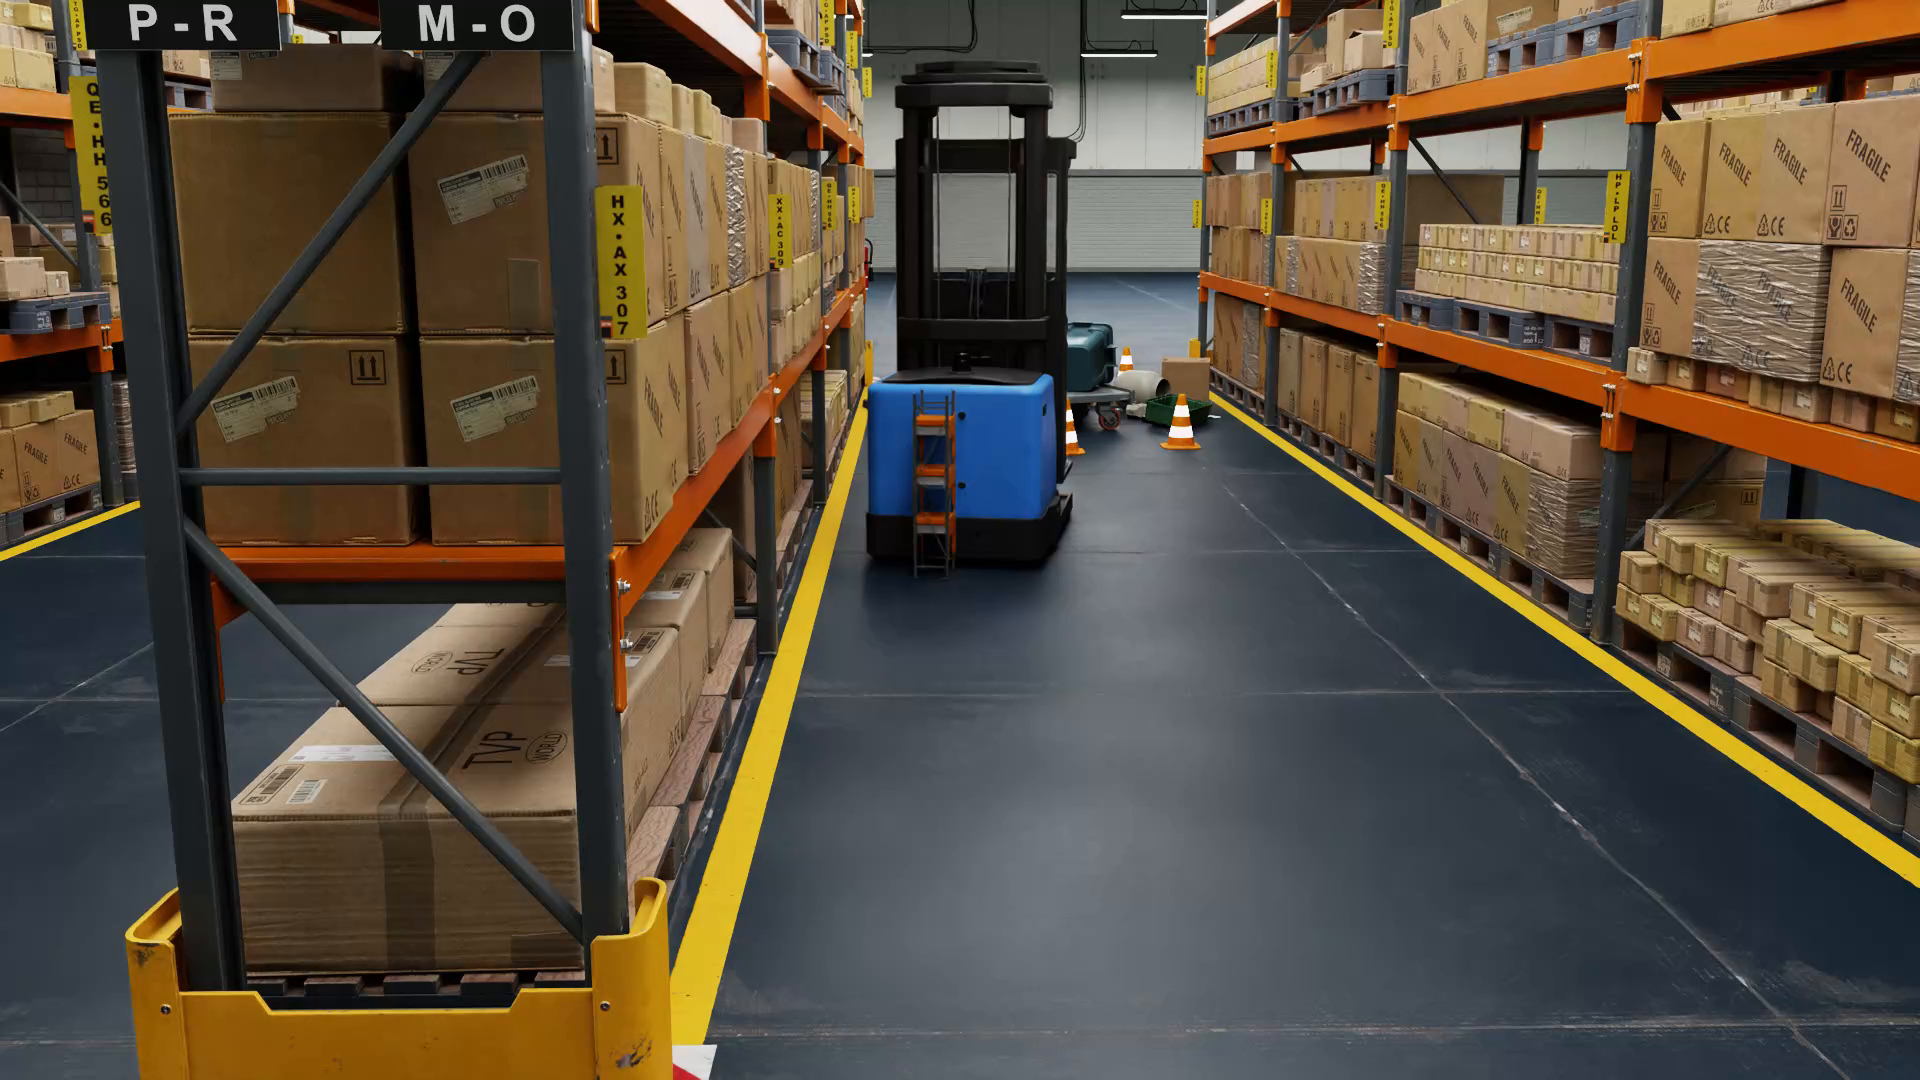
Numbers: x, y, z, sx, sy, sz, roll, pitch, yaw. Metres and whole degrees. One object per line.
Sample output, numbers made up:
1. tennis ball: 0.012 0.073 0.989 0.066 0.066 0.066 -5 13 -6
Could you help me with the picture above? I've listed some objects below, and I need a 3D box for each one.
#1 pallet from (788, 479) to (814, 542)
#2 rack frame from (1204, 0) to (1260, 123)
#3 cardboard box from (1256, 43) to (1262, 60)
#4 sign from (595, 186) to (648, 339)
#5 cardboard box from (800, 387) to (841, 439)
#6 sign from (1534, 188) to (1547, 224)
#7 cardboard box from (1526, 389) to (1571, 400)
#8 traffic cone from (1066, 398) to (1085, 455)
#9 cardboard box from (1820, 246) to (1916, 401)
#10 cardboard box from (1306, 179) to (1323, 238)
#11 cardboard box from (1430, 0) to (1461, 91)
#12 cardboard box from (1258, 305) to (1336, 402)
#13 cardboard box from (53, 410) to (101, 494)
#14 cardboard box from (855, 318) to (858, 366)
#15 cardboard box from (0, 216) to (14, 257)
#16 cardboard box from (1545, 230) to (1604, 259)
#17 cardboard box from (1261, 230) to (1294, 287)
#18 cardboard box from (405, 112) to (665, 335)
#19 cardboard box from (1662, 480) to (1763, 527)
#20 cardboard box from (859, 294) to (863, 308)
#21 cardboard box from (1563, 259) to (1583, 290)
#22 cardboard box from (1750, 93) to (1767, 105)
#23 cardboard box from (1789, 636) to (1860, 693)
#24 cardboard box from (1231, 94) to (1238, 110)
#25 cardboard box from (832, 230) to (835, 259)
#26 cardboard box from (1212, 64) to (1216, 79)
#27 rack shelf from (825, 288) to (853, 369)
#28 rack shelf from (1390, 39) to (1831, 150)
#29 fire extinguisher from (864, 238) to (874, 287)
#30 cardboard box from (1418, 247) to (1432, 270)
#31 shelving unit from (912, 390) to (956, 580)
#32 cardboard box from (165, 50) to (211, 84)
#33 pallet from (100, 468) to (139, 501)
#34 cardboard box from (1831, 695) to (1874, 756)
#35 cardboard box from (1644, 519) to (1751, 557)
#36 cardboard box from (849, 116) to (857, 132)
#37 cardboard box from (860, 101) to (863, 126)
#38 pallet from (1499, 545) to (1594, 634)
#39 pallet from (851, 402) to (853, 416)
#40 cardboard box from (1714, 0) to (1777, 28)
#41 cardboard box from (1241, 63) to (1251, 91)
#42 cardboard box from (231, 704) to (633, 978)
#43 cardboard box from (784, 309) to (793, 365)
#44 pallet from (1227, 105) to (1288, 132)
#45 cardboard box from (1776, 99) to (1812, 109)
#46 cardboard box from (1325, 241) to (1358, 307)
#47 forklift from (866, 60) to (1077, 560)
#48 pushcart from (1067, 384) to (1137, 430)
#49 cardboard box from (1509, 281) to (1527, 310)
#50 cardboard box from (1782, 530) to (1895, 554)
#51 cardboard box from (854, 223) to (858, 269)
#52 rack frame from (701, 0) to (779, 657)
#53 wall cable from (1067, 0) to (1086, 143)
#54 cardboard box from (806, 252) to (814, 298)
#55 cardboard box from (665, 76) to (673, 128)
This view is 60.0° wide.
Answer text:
1. pallet: -1.509 -0.200 11.014 1.003 0.211 1.213 0 11 -1
2. rack frame: 3.332 -6.294 18.952 1.000 3.000 0.127 0 11 -1
3. cardboard box: 3.078 -4.723 16.070 0.380 0.149 0.250 0 11 -1
4. sign: -0.730 -0.597 3.583 0.100 0.325 0.005 0 11 -1
5. cardboard box: -1.485 -1.051 13.750 0.950 0.372 0.625 0 11 1
6. sign: 4.039 -2.297 11.623 0.100 0.325 0.005 0 11 -1
7. cardboard box: 3.789 -0.776 10.184 0.500 0.250 0.500 0 11 0
8. traffic cone: 0.899 -0.981 14.232 0.336 0.463 0.334 0 11 -1
9. cardboard box: 3.370 -0.759 5.757 0.500 0.500 0.500 0 11 2
10. cardboard box: 3.443 -2.897 14.529 0.700 0.500 0.500 0 11 -2
11. cardboard box: 3.260 -3.069 10.347 0.500 0.500 0.500 0 11 -1
12. cardboard box: 3.471 -1.849 16.416 0.875 0.875 0.875 0 11 0
13. cardboard box: -6.189 -0.600 11.203 0.500 0.500 0.500 0 11 0
14. cardboard box: -1.298 -1.969 16.695 0.500 0.500 0.500 0 11 1
15. cardboard box: -6.558 -1.854 10.847 0.500 0.500 0.500 0 11 2
16. cardboard box: 3.361 -1.579 8.878 0.380 0.149 0.250 0 11 -1
17. cardboard box: 3.395 -2.706 15.975 0.875 0.550 0.550 0 11 -1
18. cardboard box: -1.010 -0.769 4.039 0.500 0.500 0.500 0 11 -2
19. cardboard box: 3.830 -0.098 8.727 0.500 0.500 0.500 0 11 1
20. cardboard box: -1.263 -2.627 18.304 0.380 0.149 0.250 0 11 0
21. cardboard box: 3.365 -1.377 8.631 0.380 0.149 0.250 0 11 1
22. cardboard box: 8.042 -4.373 16.398 0.380 0.149 0.250 -1 11 -3
23. cardboard box: 3.310 0.456 6.132 0.380 0.149 0.250 0 11 -1
24. cardboard box: 3.050 -4.585 17.395 0.380 0.149 0.250 0 11 -1
25. cardboard box: -1.266 -2.523 13.396 0.500 0.500 0.500 -1 11 -3
26. cardboard box: 3.025 -5.229 18.565 0.380 0.149 0.250 0 11 -1
27. rack shelf: -1.491 -1.769 13.542 1.077 0.370 4.000 0 11 -1
28. rack shelf: 3.538 -2.484 9.523 1.077 0.370 4.000 0 11 -1
29. fire extinguisher: -1.157 -3.301 19.478 0.296 0.674 0.183 0 11 -1
30. cardboard box: 3.306 -1.896 11.186 0.380 0.149 0.250 0 11 1
31. shelving unit: -0.146 -0.316 9.478 0.215 1.050 0.252 2 12 8
32. cardboard box: -6.221 -3.883 13.528 0.500 0.311 0.500 -1 11 -3
33. pallet: -6.390 -0.500 12.491 1.003 0.211 1.213 0 11 -1
34. cardboard box: 3.345 0.656 5.893 0.380 0.149 0.250 0 11 0
35. cardboard box: 3.380 0.000 7.631 0.380 0.149 0.250 0 11 1
36. cardboard box: -1.233 -4.185 16.732 0.380 0.149 0.250 0 11 -2
37. cardboard box: -1.335 -4.756 18.540 0.500 0.250 0.500 0 11 -2
38. pallet: 3.562 0.243 8.831 1.003 0.211 1.213 0 11 -1
39. pallet: -1.582 -1.285 16.364 1.003 0.211 1.213 0 11 -1
40. cardboard box: 3.345 -2.173 6.558 0.500 0.250 0.500 0 11 -2
41. cardboard box: 3.129 -4.653 16.727 0.500 0.250 0.500 0 11 -2
42. cardboard box: -1.398 0.786 4.530 0.875 0.438 0.875 -1 11 -3
43. cardboard box: -1.125 -1.046 8.550 0.500 0.250 0.500 -1 11 -3
44. pallet: 3.386 -4.390 17.334 1.003 0.211 1.213 0 11 -1
45. cardboard box: 8.105 -4.046 15.789 0.500 0.250 0.500 0 11 1
46. cardboard box: 3.200 -2.100 13.114 0.500 0.500 0.500 0 11 -2
47. forklift: 0.172 -1.559 10.874 1.130 2.935 3.031 2 12 8
48. pushcart: 0.746 -1.253 15.786 1.648 0.377 0.936 -4 12 -21
49. cardboard box: 3.343 -1.389 9.435 0.380 0.149 0.250 0 11 1
50. cardboard box: 3.892 0.051 7.380 0.380 0.149 0.250 0 11 0
51. cardboard box: -1.294 -3.002 16.811 0.500 0.500 0.500 0 11 -2
52. rack frame: -1.367 -0.928 7.591 1.000 3.000 0.127 0 11 -1
53. wall cable: 2.669 -14.348 50.095 2.305 6.003 0.169 0 11 -1
54. cardboard box: -1.141 -1.596 10.003 0.500 0.250 0.500 -1 11 -3
55. cardboard box: -1.006 -1.218 4.621 0.380 0.149 0.250 -1 11 -3
